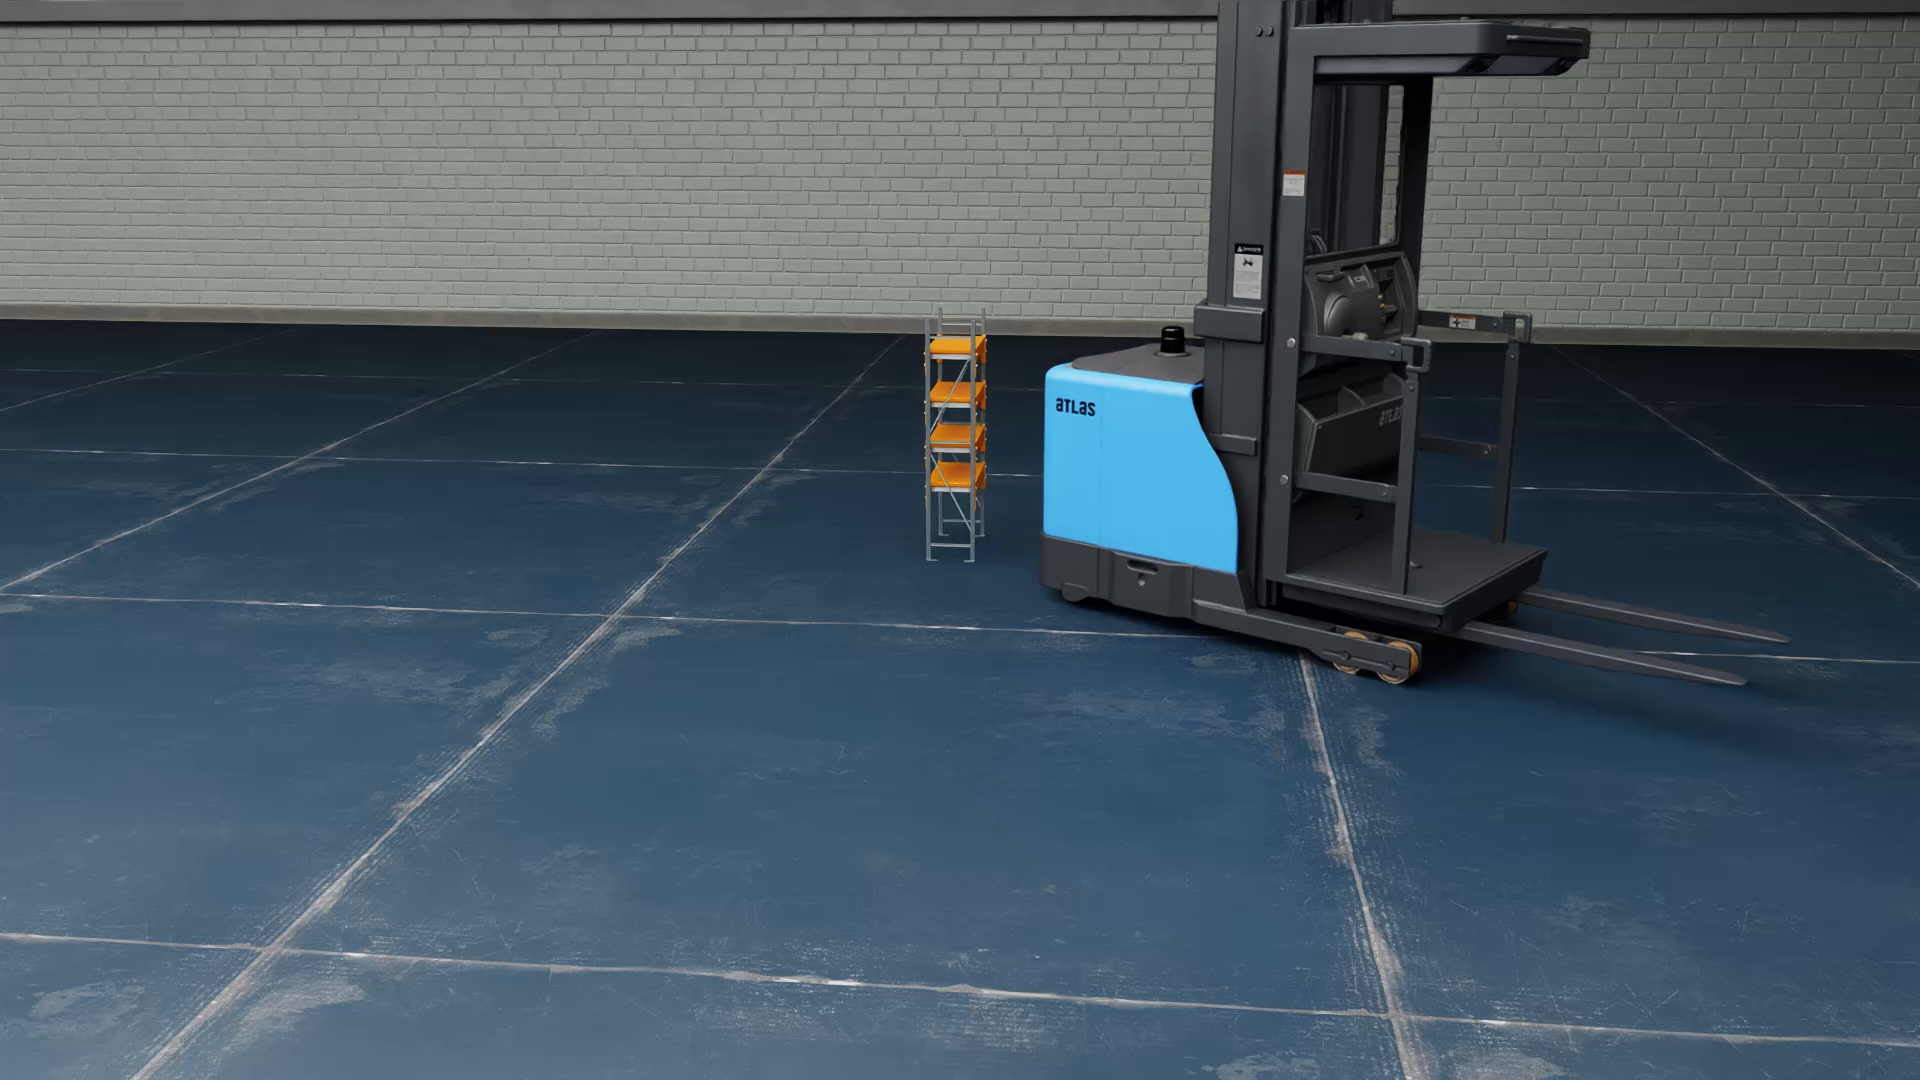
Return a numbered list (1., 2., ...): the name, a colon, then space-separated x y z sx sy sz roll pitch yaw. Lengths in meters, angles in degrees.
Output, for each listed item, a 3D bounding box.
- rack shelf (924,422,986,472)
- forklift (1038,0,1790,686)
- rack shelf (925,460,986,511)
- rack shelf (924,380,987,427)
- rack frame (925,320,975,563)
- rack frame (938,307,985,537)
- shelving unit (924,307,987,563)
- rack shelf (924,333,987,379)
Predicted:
1. rack shelf: -0.019 -0.471 8.364 0.258 0.148 0.480 2 15 6
2. forklift: 1.818 -1.004 6.759 3.031 2.935 1.130 12 19 38
3. rack shelf: -0.019 -0.280 8.416 0.258 0.148 0.480 2 15 6
4. rack shelf: -0.019 -0.687 8.306 0.258 0.148 0.480 2 15 6
5. rack frame: -0.046 -0.473 8.113 0.240 1.200 0.015 2 15 6
6. rack frame: 0.009 -0.600 8.581 0.240 1.200 0.015 2 15 6
7. shelving unit: -0.019 -0.536 8.347 0.258 1.200 0.503 2 15 6
8. rack shelf: -0.019 -0.916 8.244 0.258 0.148 0.480 2 15 6
